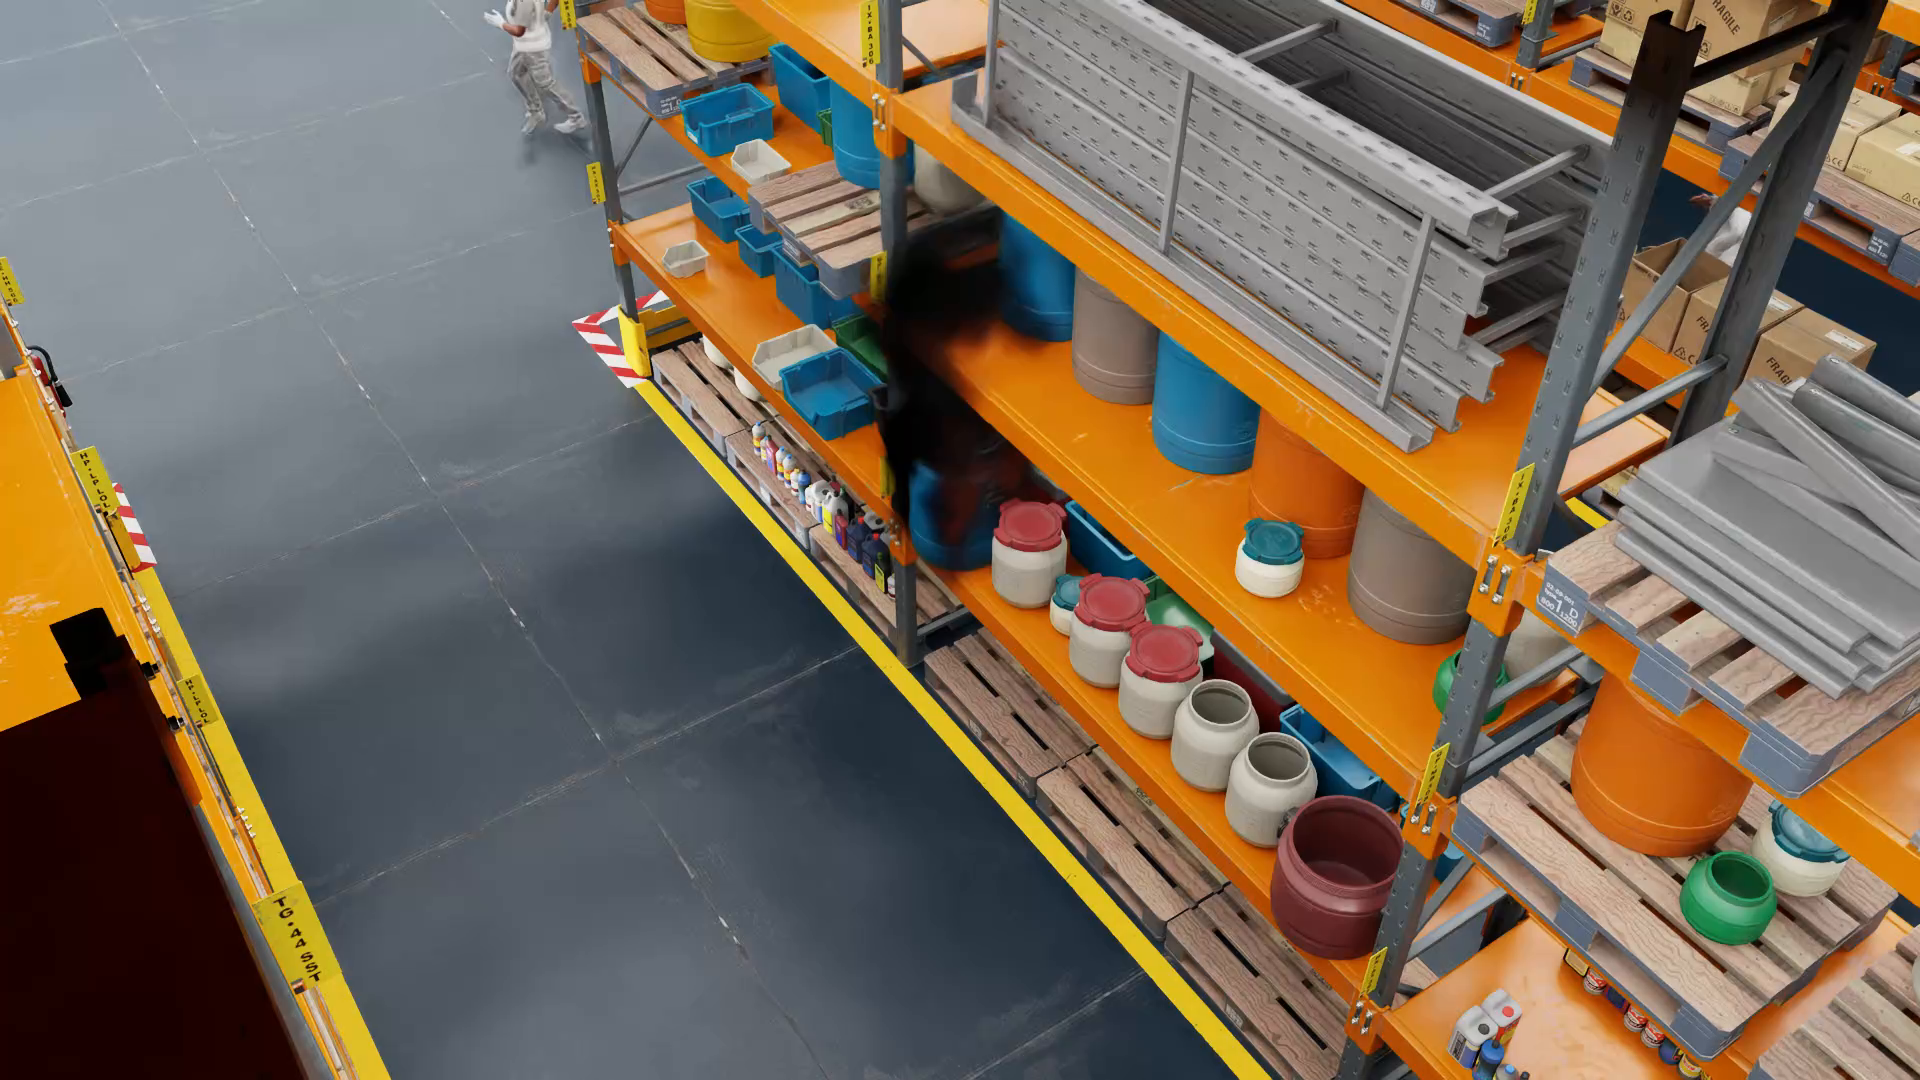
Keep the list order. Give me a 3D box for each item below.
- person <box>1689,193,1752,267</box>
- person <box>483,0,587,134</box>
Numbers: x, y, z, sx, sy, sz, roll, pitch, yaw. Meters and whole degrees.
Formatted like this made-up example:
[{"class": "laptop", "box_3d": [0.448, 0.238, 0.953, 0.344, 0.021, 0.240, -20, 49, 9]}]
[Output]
[{"class": "person", "box_3d": [5.846, -2.155, 12.821, 0.735, 1.869, 0.836, -25, 48, -25]}, {"class": "person", "box_3d": [-3.957, -4.562, 15.407, 0.766, 1.843, 0.663, -5, 43, -6]}]
